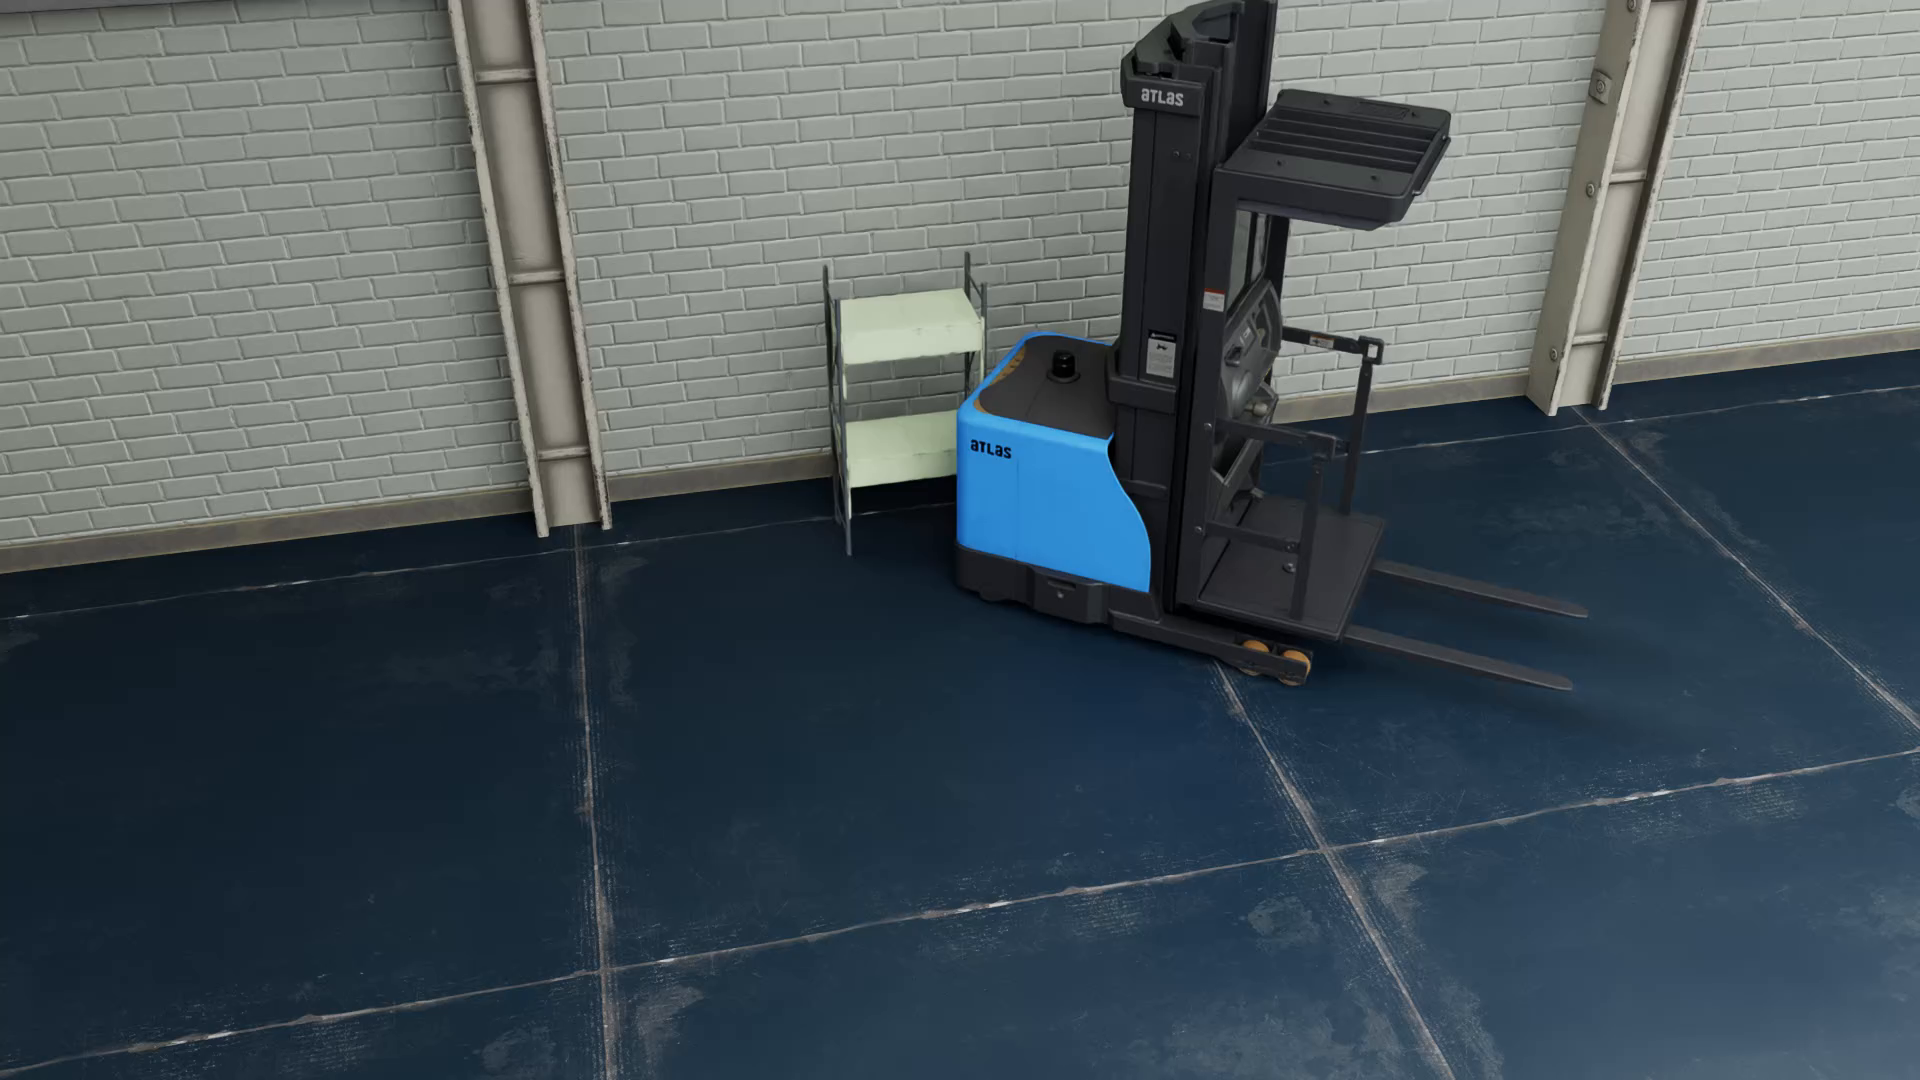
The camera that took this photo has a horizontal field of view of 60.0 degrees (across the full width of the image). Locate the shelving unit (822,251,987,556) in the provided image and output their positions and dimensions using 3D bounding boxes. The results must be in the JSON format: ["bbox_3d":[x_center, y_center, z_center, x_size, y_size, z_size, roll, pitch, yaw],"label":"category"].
[{"bbox_3d":[-0.277,-0.692,8.659,0.755,1.500,0.431,-7,35,-11],"label":"shelving unit"}]

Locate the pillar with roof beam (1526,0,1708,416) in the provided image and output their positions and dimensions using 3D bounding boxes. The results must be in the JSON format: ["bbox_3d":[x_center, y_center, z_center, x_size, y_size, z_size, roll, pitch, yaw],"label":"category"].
[{"bbox_3d":[4.679,-2.257,4.261,0.400,9.000,9.100,-7,35,-11],"label":"pillar with roof beam"}]

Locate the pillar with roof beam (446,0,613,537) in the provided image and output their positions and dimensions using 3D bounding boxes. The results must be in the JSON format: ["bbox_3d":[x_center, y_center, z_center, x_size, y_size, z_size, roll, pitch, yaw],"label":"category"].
[{"bbox_3d":[-1.174,-1.519,3.162,0.400,9.000,9.100,-7,35,-11],"label":"pillar with roof beam"}]

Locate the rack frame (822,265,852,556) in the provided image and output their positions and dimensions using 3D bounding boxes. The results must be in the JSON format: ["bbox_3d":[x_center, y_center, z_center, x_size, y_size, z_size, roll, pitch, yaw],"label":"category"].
[{"bbox_3d":[-0.634,-0.645,8.589,0.023,1.500,0.400,-7,35,-11],"label":"rack frame"}]

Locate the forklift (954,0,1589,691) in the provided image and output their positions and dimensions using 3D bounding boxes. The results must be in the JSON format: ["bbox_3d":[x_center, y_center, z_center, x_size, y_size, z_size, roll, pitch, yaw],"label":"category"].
[{"bbox_3d":[1.531,-0.861,7.626,3.031,2.935,1.130,14,36,20],"label":"forklift"}]

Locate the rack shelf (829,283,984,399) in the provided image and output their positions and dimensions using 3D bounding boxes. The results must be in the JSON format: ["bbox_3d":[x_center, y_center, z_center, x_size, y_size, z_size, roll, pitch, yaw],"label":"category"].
[{"bbox_3d":[-0.277,-1.016,8.441,0.720,0.370,0.431,-7,35,-11],"label":"rack shelf"}]

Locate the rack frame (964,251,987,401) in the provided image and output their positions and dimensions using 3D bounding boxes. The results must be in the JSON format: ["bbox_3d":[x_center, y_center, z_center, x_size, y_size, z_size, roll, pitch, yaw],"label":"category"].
[{"bbox_3d":[0.079,-0.739,8.728,0.023,1.500,0.400,-7,35,-11],"label":"rack frame"}]

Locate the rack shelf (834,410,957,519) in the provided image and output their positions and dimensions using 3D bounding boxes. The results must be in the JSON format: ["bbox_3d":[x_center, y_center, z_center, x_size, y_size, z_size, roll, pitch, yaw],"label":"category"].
[{"bbox_3d":[-0.277,-0.422,8.840,0.720,0.370,0.431,-7,35,-11],"label":"rack shelf"}]
